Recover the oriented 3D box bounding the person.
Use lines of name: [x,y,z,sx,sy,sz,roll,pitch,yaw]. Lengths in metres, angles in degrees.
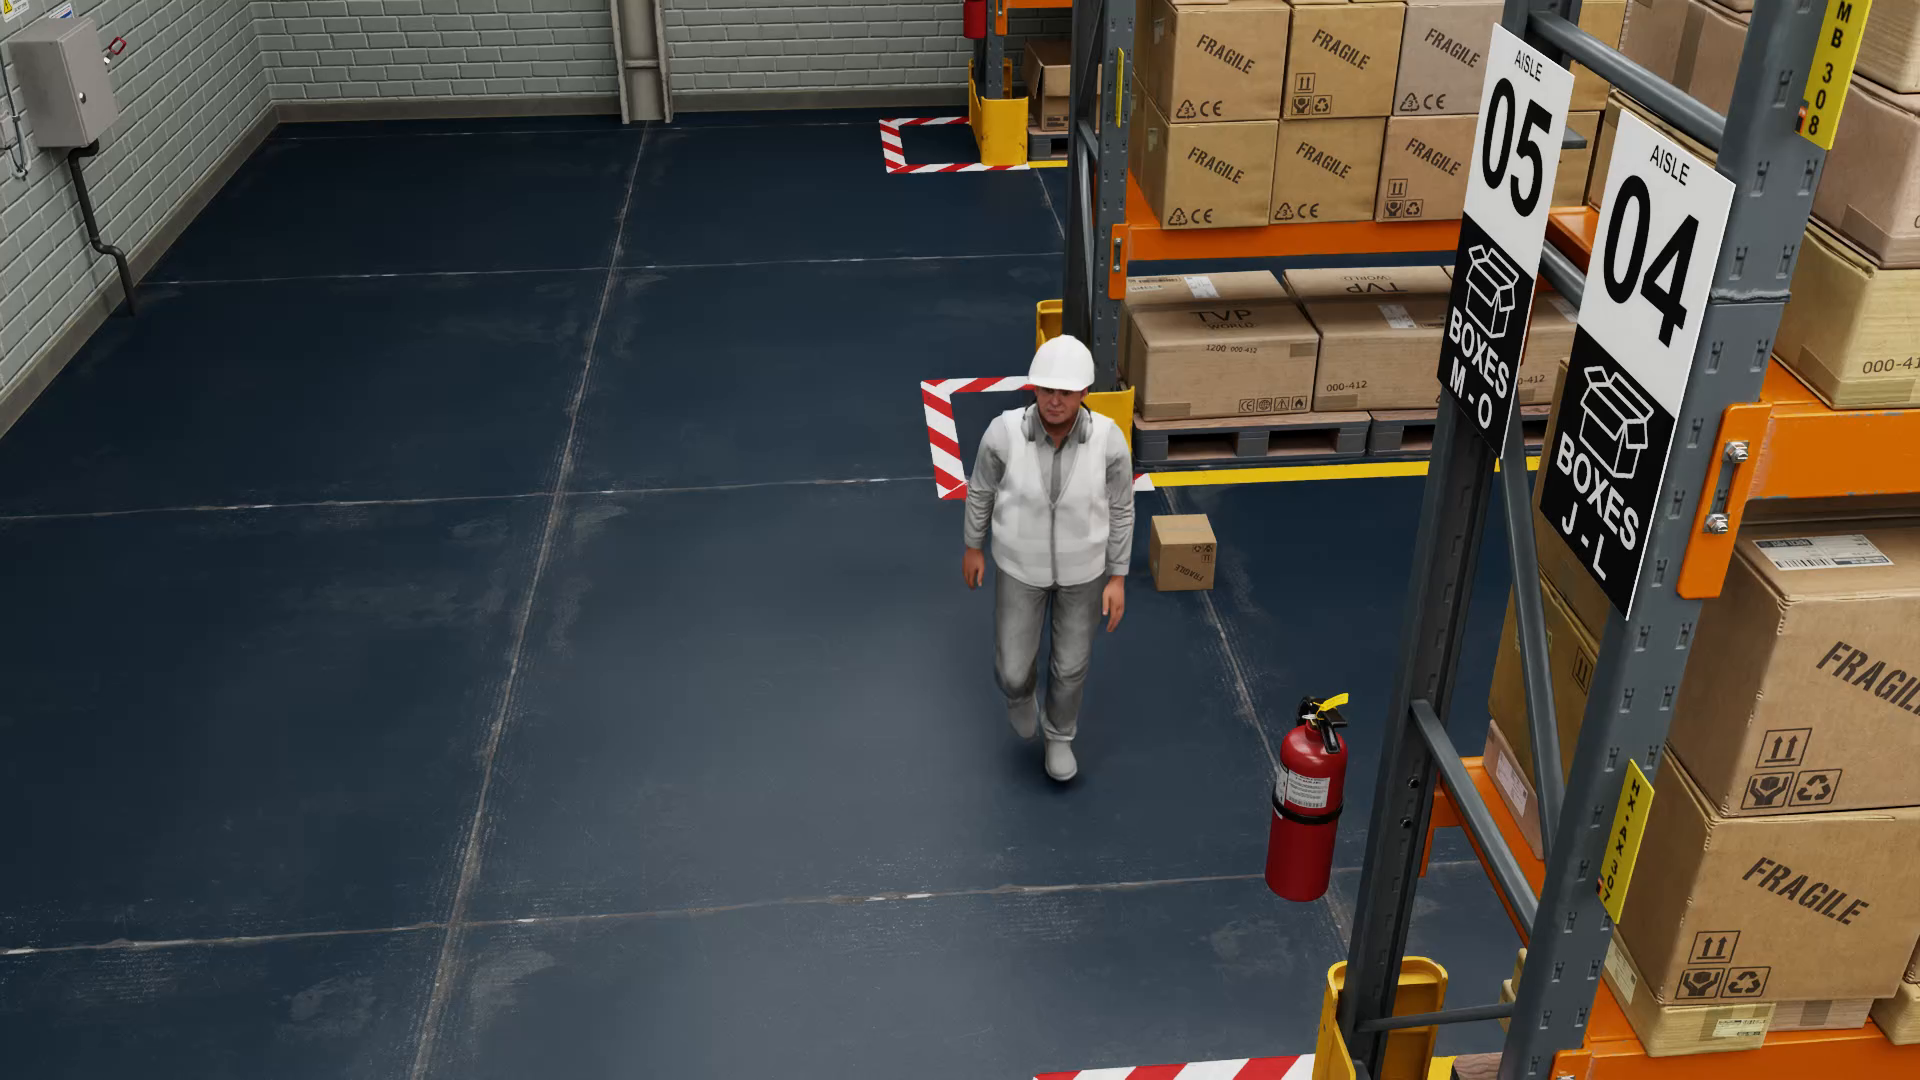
person: [0.300,0.077,5.945,0.586,1.759,0.512,0,31,0]
